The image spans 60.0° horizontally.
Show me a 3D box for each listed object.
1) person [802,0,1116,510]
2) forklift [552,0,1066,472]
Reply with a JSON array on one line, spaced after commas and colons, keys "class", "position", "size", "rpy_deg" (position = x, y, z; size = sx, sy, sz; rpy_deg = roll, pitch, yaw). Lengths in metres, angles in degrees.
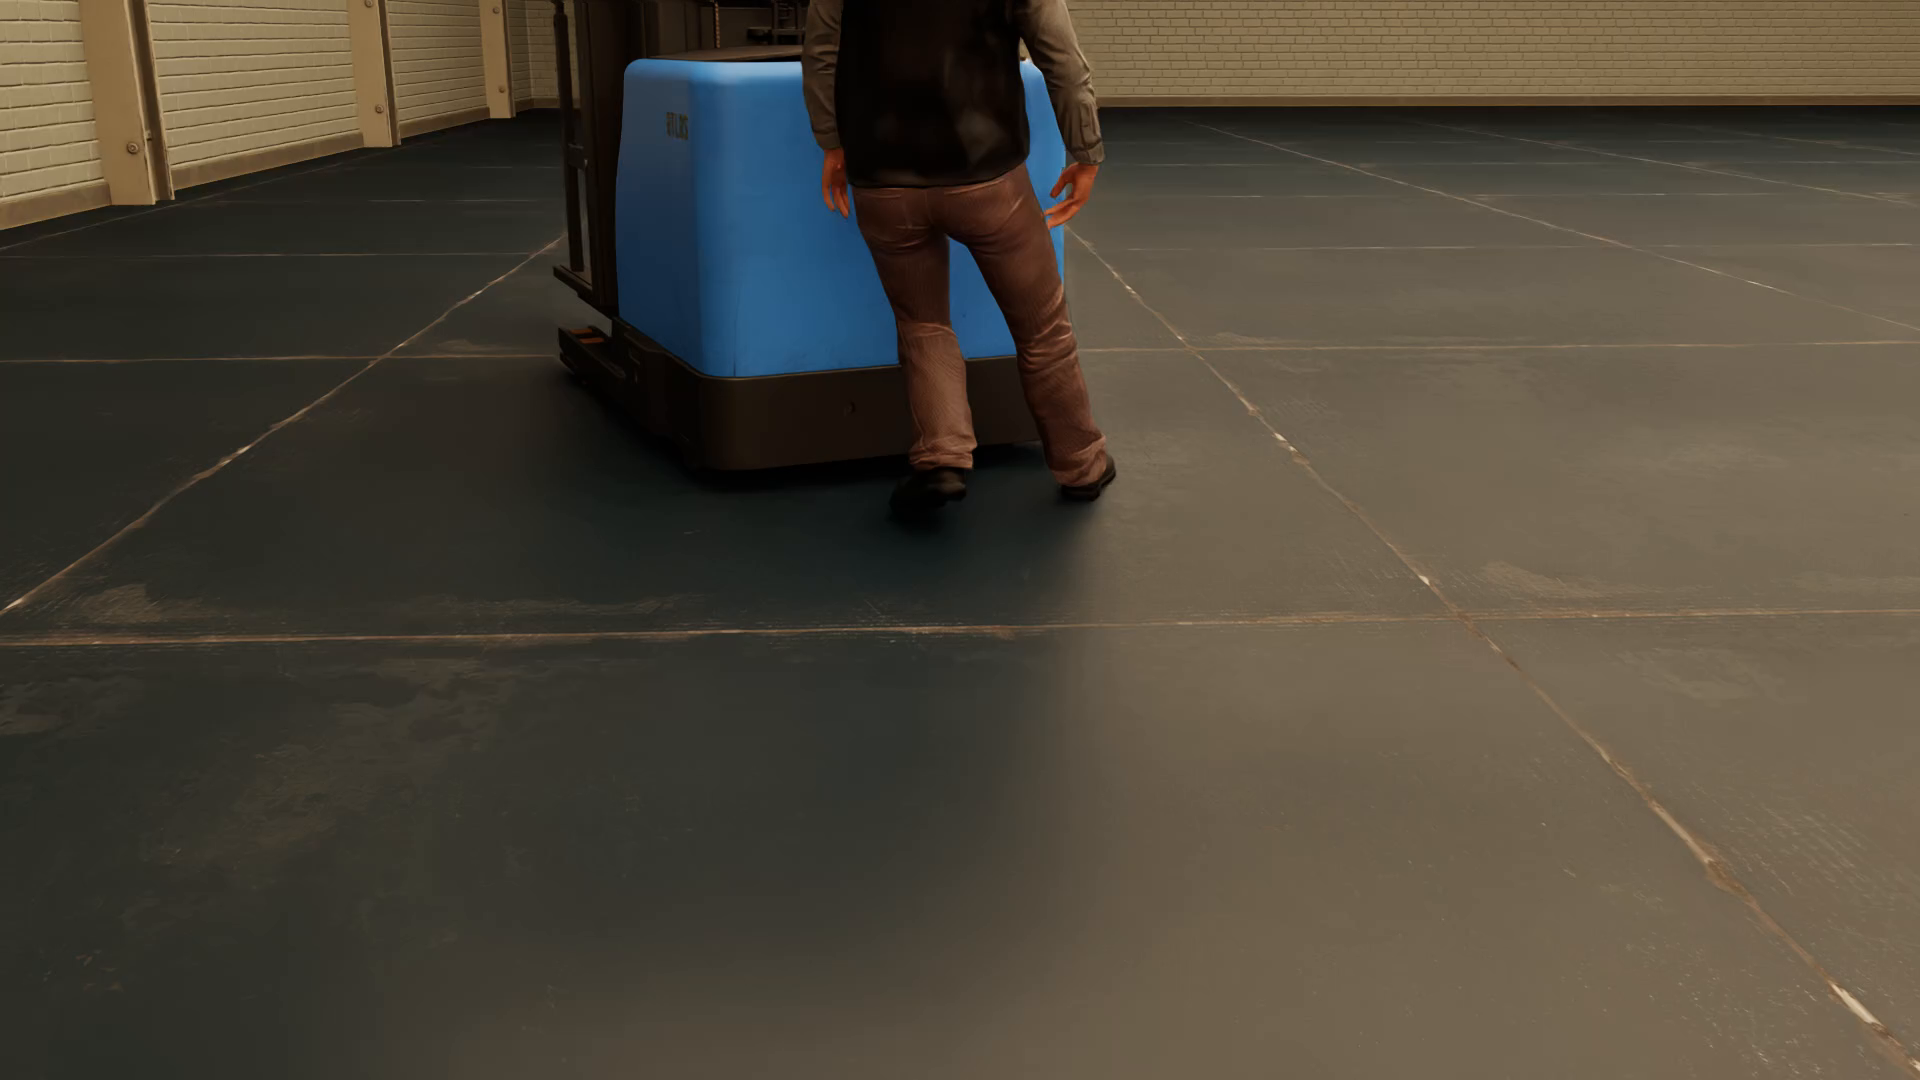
[{"class": "person", "position": [0.015, -0.896, 4.011], "size": [0.688, 1.671, 0.697], "rpy_deg": [5, 18, 15]}, {"class": "forklift", "position": [-0.752, -1.966, 5.334], "size": [1.130, 2.935, 3.031], "rpy_deg": [-7, 18, -22]}]
